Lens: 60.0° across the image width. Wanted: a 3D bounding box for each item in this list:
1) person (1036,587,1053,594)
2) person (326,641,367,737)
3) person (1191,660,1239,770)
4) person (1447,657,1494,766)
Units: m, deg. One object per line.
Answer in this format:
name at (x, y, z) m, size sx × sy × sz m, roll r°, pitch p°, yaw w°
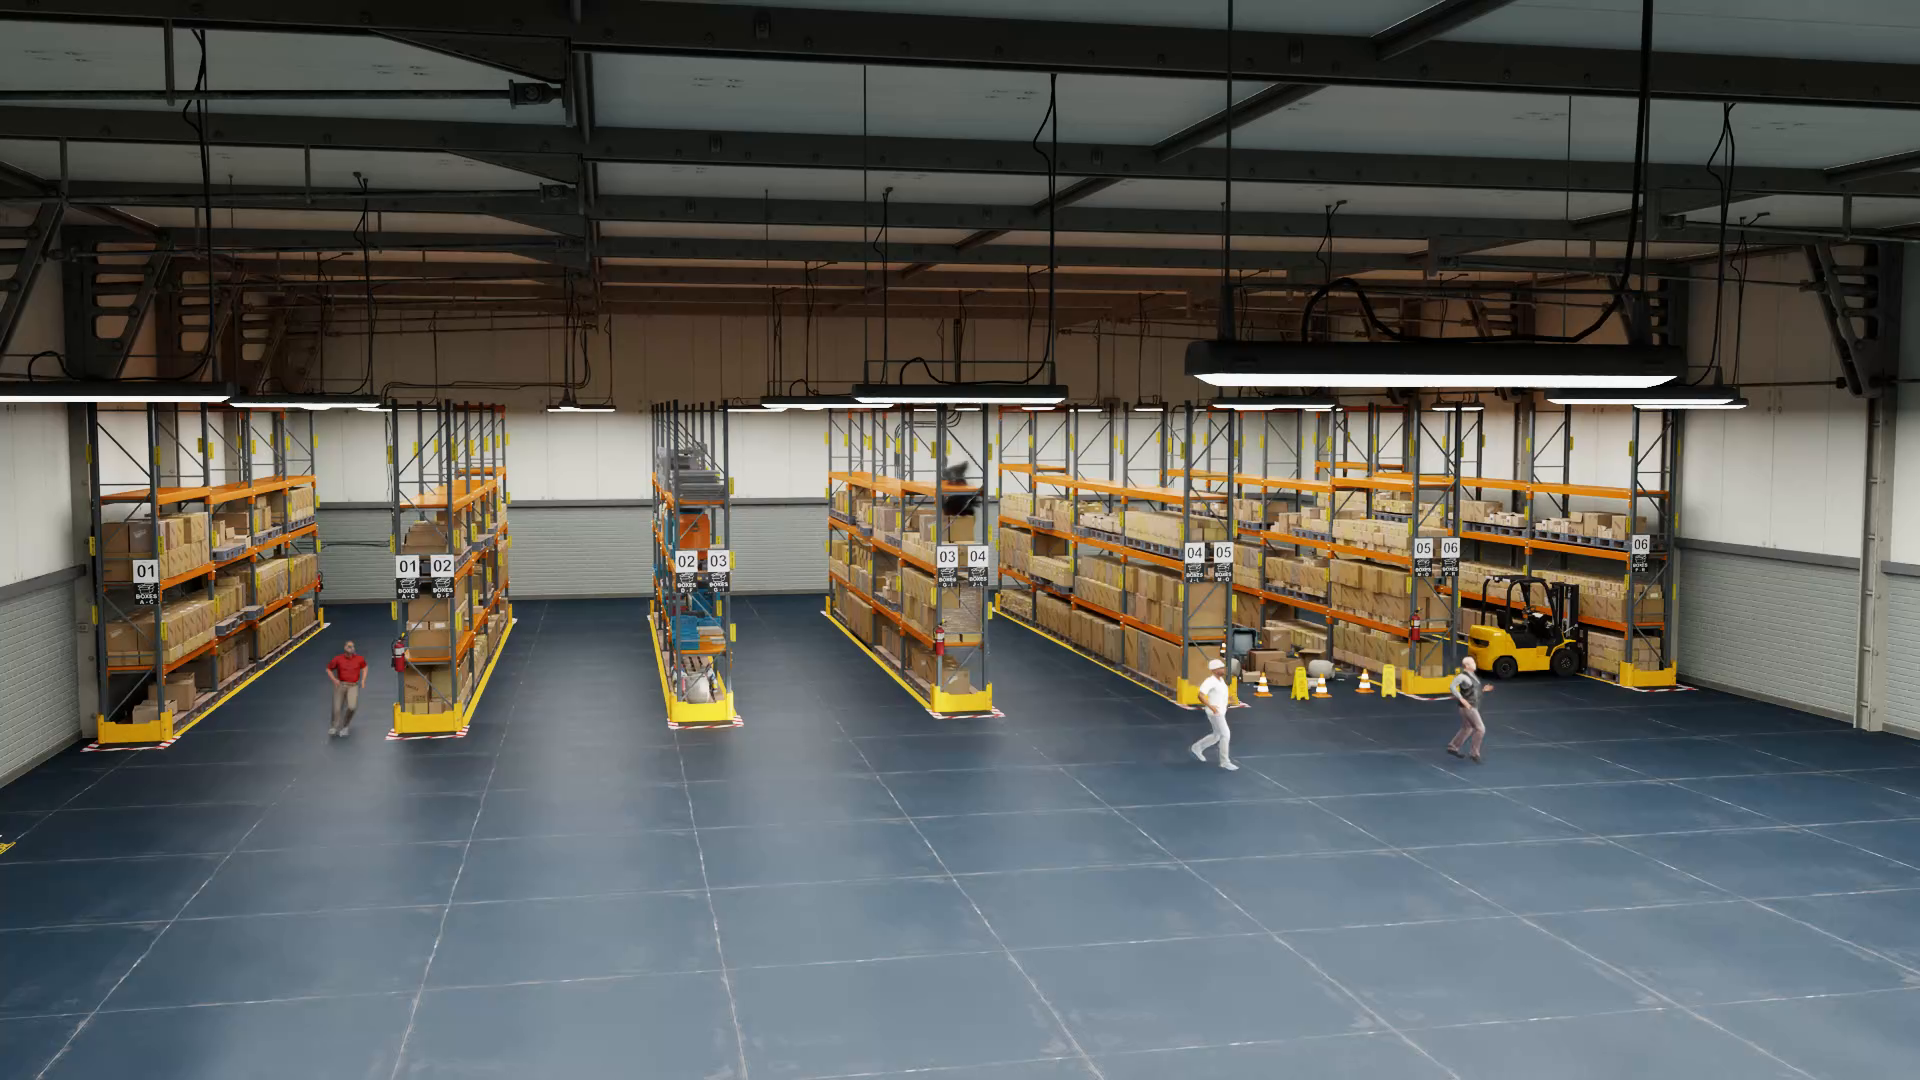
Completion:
person at (2.415, 1.129, 49.803) m, size 0.925 × 1.660 × 0.674 m, roll 3°, pitch 5°, yaw 36°
person at (-10.923, 2.658, 29.668) m, size 0.721 × 1.713 × 0.636 m, roll -2°, pitch 5°, yaw -26°
person at (4.123, 2.811, 26.915) m, size 0.826 × 1.770 × 0.701 m, roll 2°, pitch 5°, yaw 22°
person at (8.369, 2.807, 27.311) m, size 0.731 × 1.780 × 0.639 m, roll 2°, pitch 5°, yaw 29°
